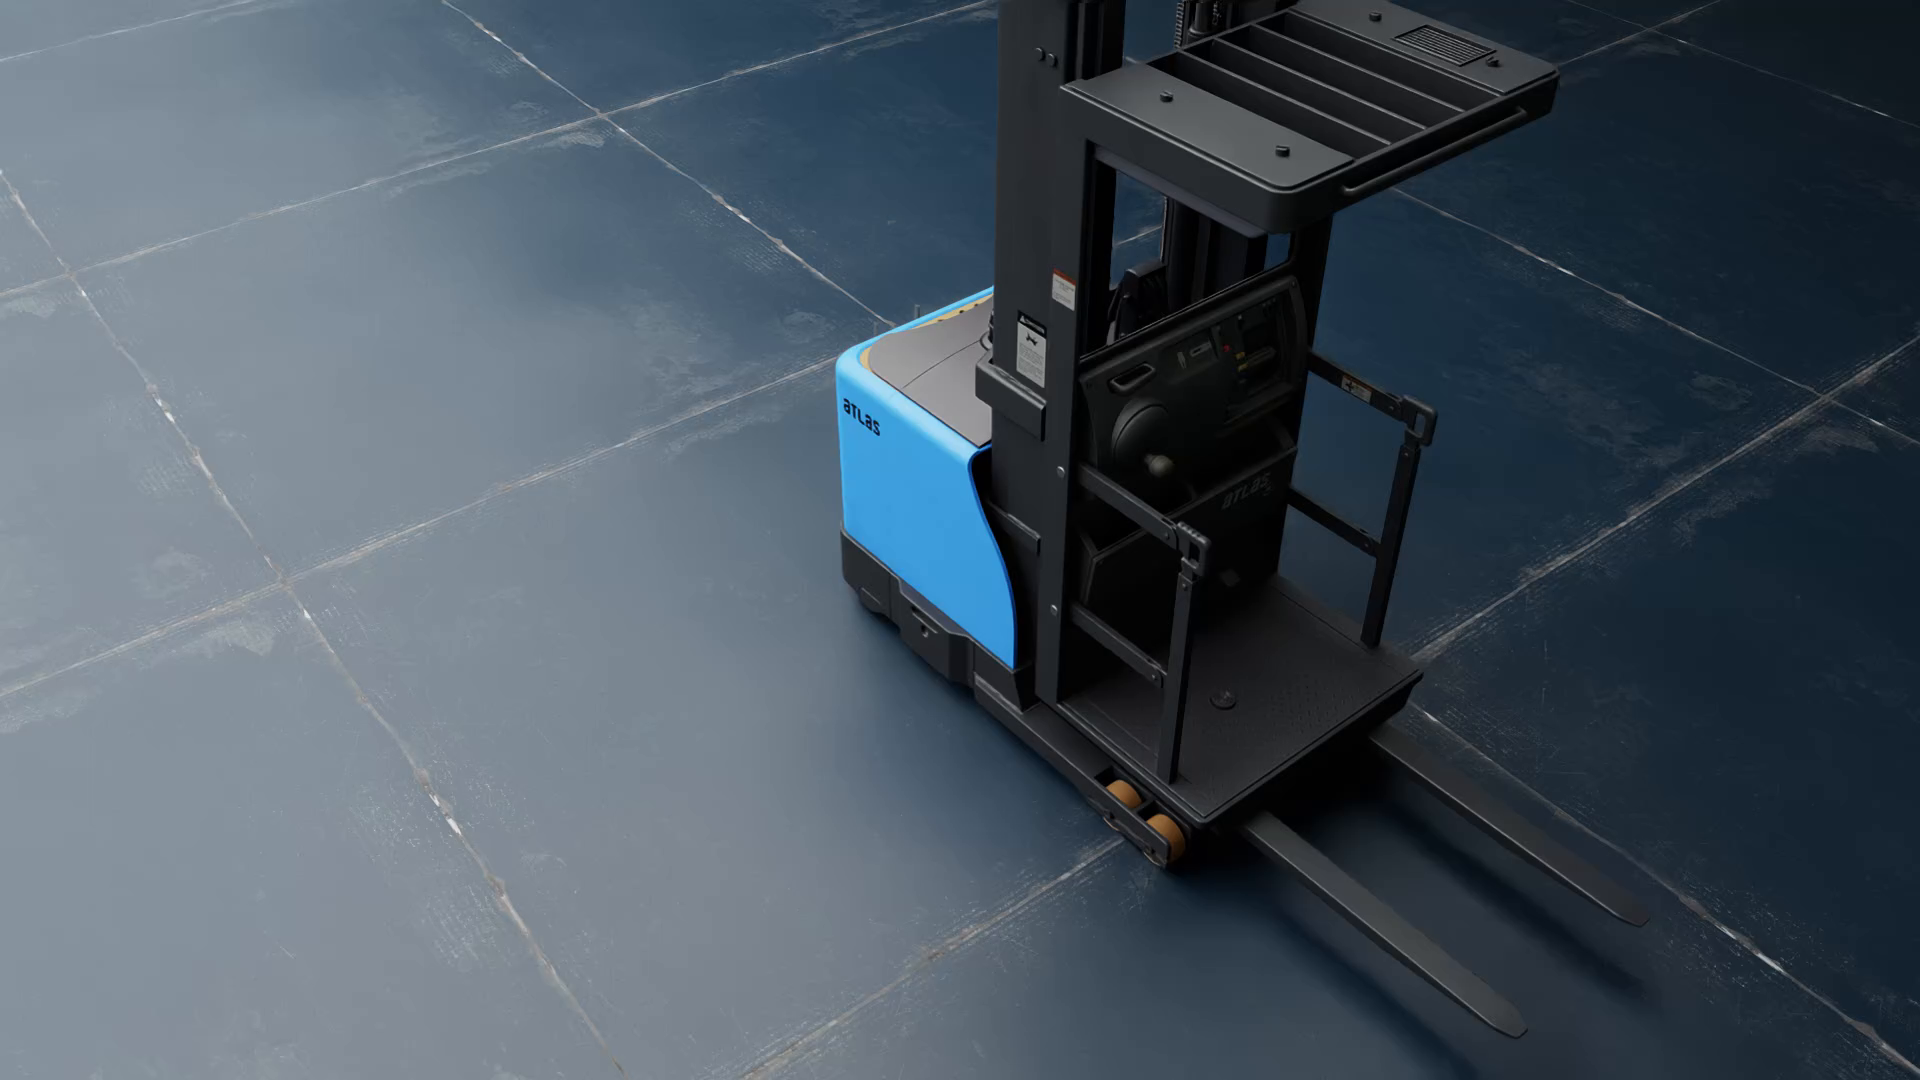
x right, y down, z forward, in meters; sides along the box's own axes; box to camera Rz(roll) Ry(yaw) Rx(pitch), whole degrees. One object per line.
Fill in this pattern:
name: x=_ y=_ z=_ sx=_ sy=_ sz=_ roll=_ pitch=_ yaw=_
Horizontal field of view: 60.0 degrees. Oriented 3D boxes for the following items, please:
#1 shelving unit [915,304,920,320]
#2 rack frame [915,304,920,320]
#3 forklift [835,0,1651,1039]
shelving unit: x=-0.170 y=-0.467 z=6.610 sx=0.205 sy=0.900 sz=0.258 roll=-29 pitch=47 yaw=-30
rack frame: x=-0.095 y=-0.508 z=6.660 sx=0.006 sy=0.900 sz=0.240 roll=-29 pitch=47 yaw=-30
forklift: x=0.866 y=-0.406 z=4.985 sx=1.129 sy=2.867 sz=3.031 roll=-28 pitch=47 yaw=-29
